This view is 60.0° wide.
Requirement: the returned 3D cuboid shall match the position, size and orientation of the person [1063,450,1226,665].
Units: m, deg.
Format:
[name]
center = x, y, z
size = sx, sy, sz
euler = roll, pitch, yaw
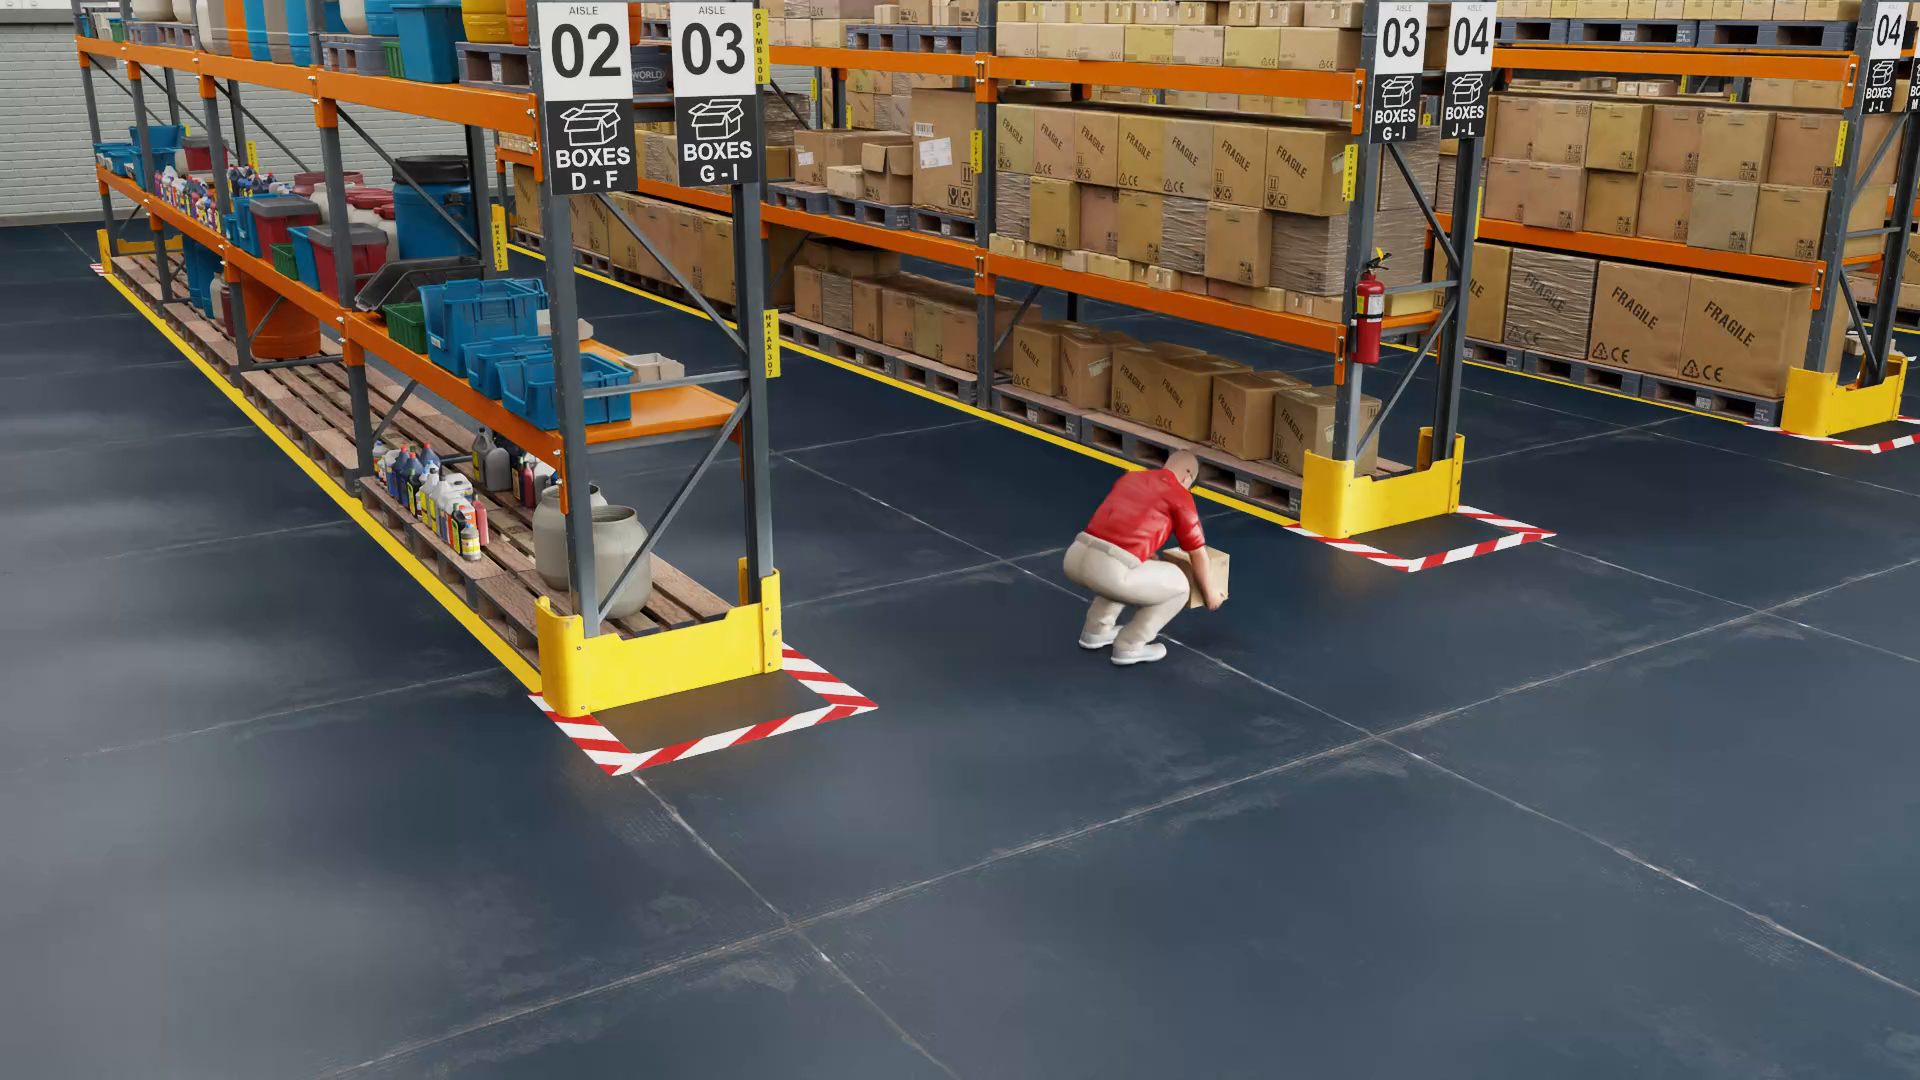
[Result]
[person]
center = 0.925, 0.075, 8.542
size = 0.877, 1.002, 0.567
euler = -12, 21, -32
